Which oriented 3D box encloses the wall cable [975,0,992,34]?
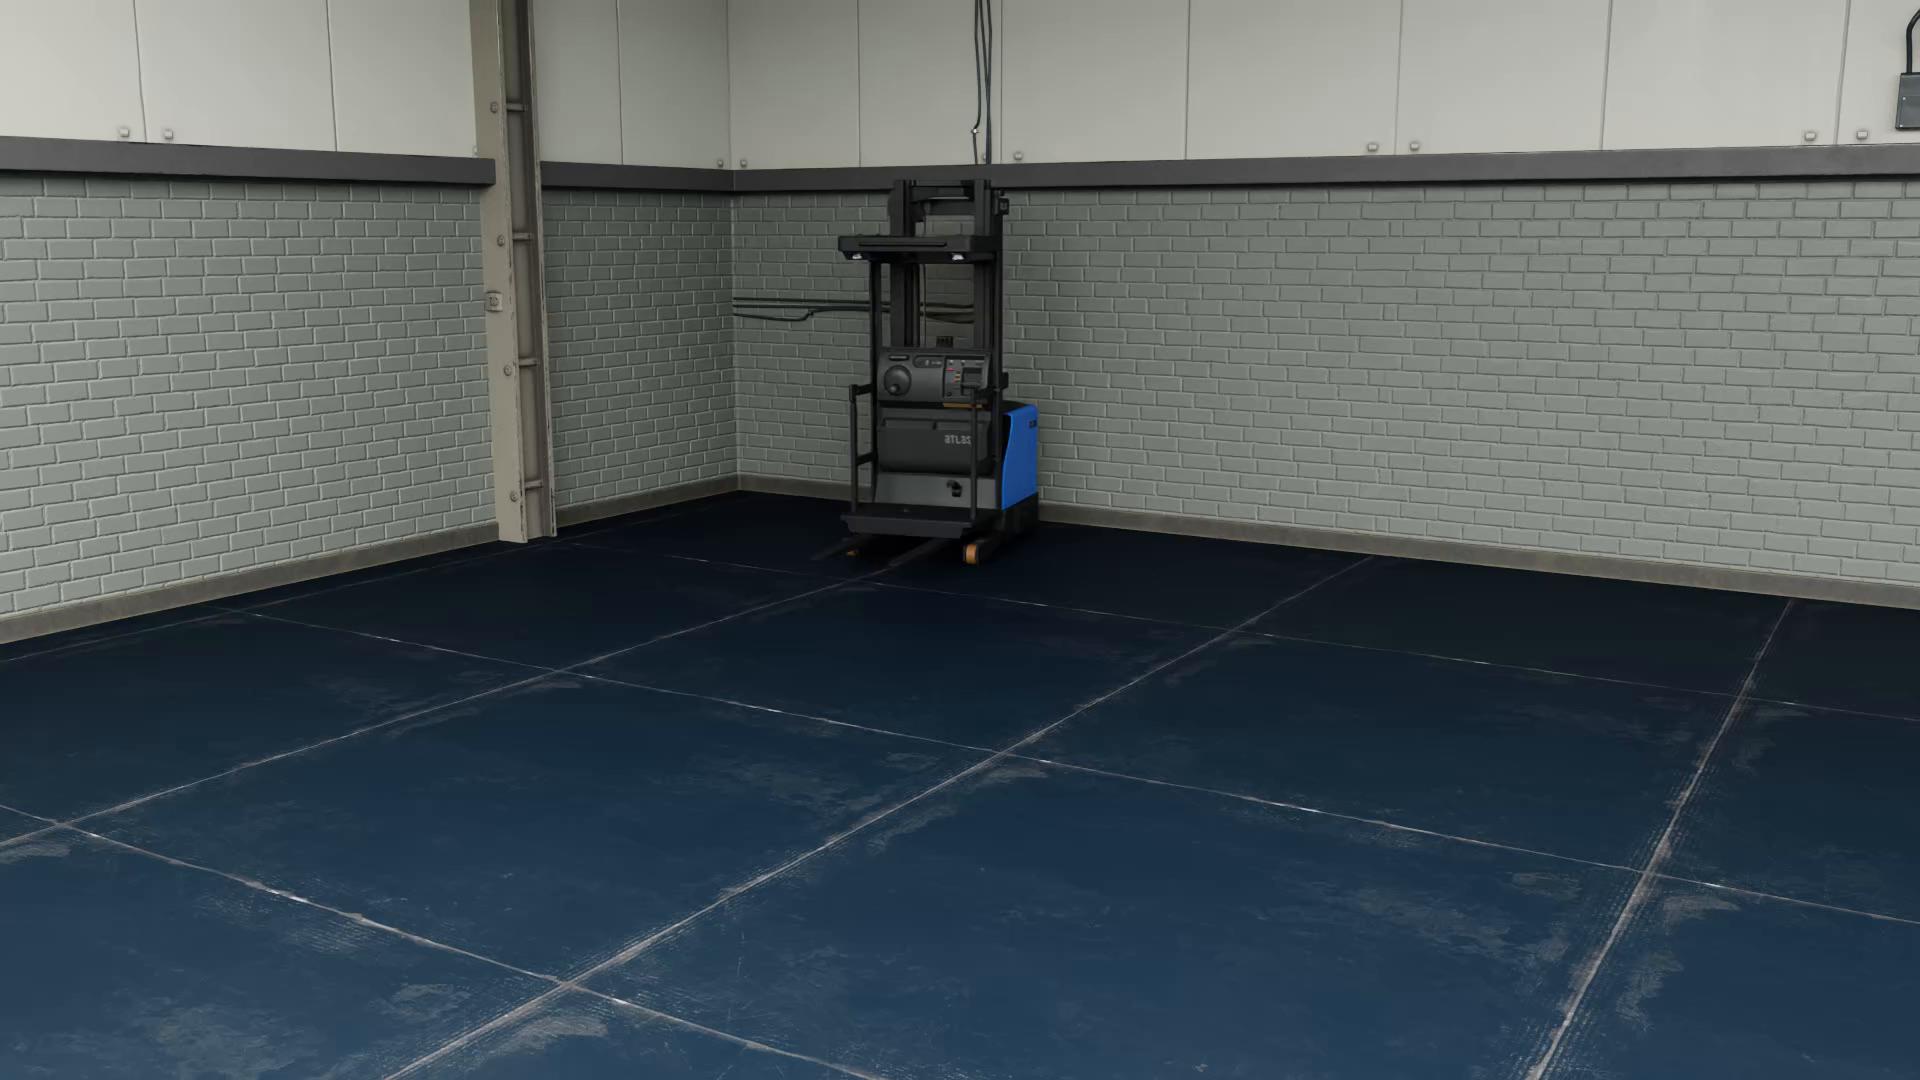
[{"bbox_3d":[1.334,-5.478,13.391,3.097,2.526,0.112,6,12,31],"label":"wall cable"}]

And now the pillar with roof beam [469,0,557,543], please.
[{"bbox_3d":[0.041,-4.032,10.953,9.100,9.000,0.400,6,12,31],"label":"pillar with roof beam"}]

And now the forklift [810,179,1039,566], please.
[{"bbox_3d":[-0.276,-1.328,12.999,1.130,2.935,3.031,4,11,18],"label":"forklift"}]

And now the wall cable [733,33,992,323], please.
[{"bbox_3d":[-0.978,-3.254,15.236,3.097,2.526,0.112,6,12,31],"label":"wall cable"}]

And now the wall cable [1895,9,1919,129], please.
[{"bbox_3d":[7.127,-5.543,9.779,2.305,6.003,0.169,6,12,31],"label":"wall cable"}]
